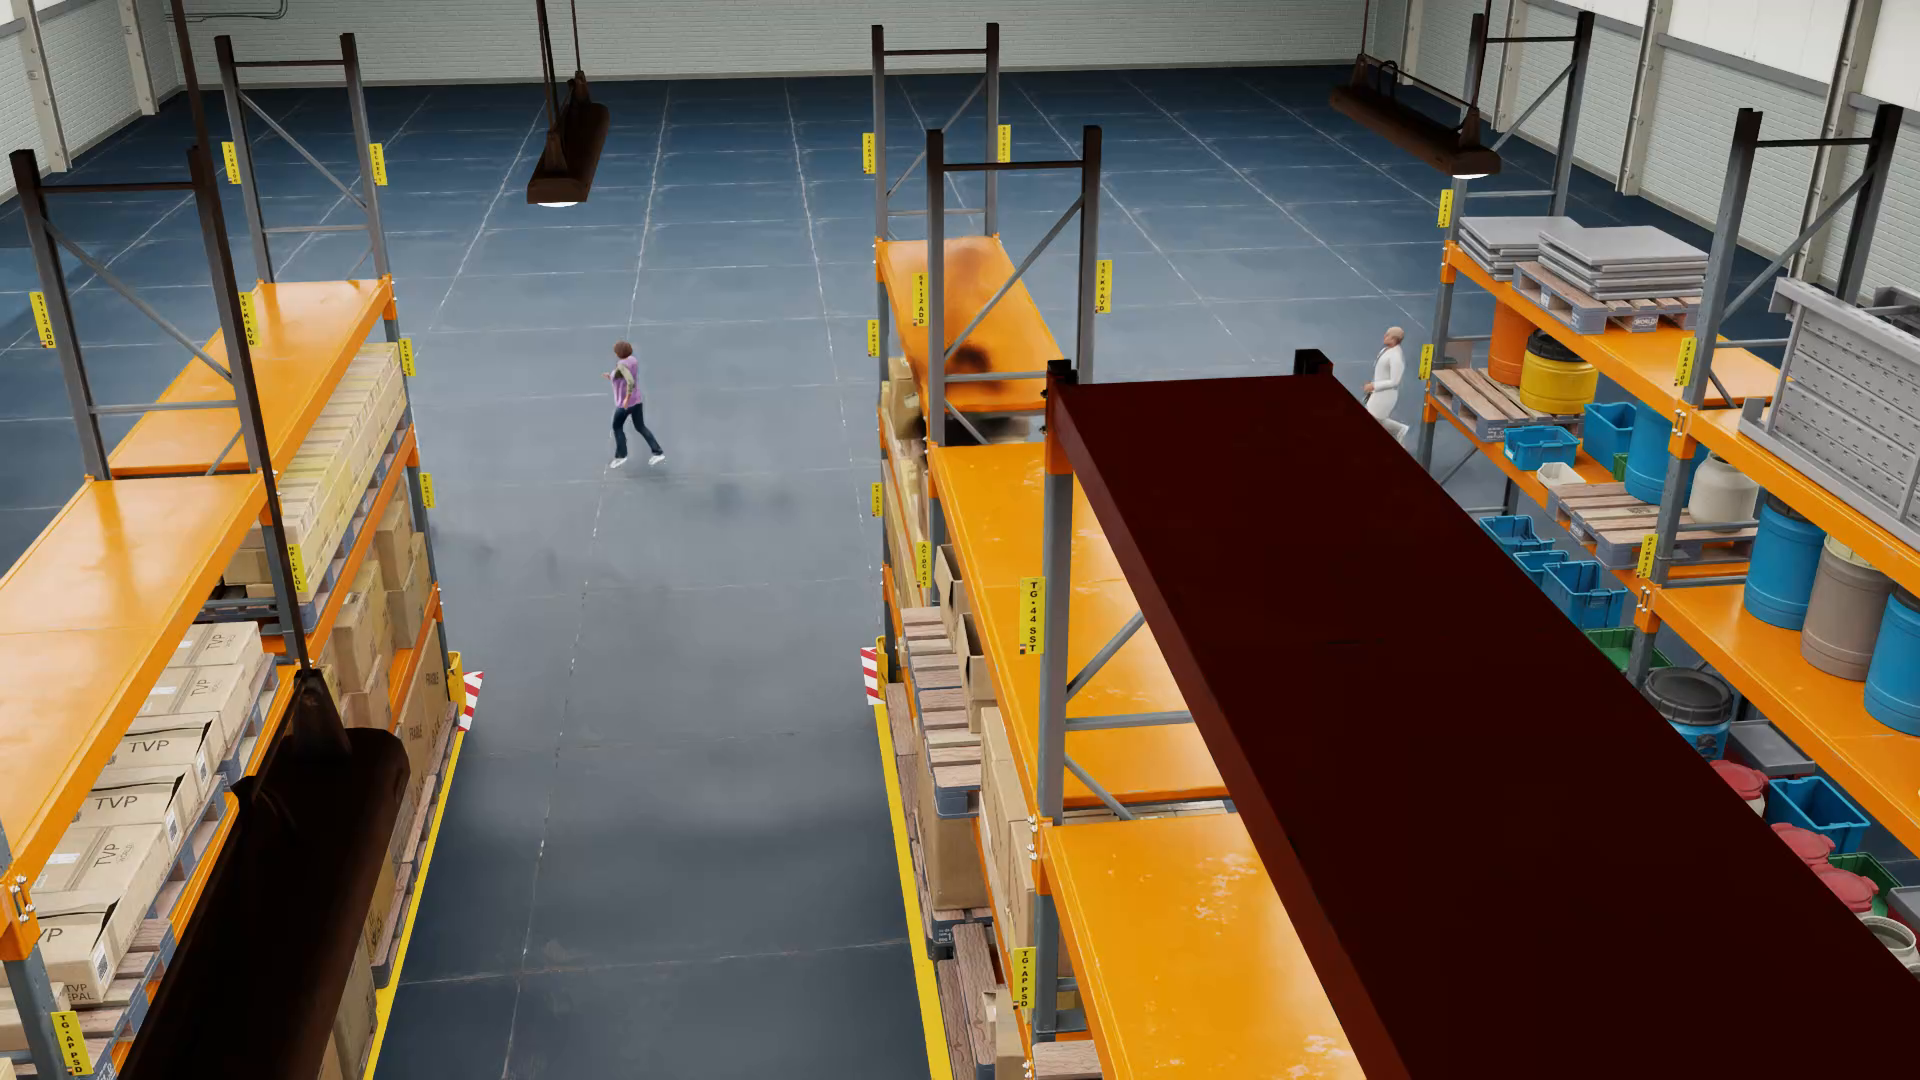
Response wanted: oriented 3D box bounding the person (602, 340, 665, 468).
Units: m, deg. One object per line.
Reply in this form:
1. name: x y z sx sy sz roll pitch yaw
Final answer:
1. person: -3.952 -1.600 20.015 0.770 1.624 0.530 11 28 22

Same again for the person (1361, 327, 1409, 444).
1. person: 5.182 -1.759 20.200 0.637 1.732 0.710 5 26 10
